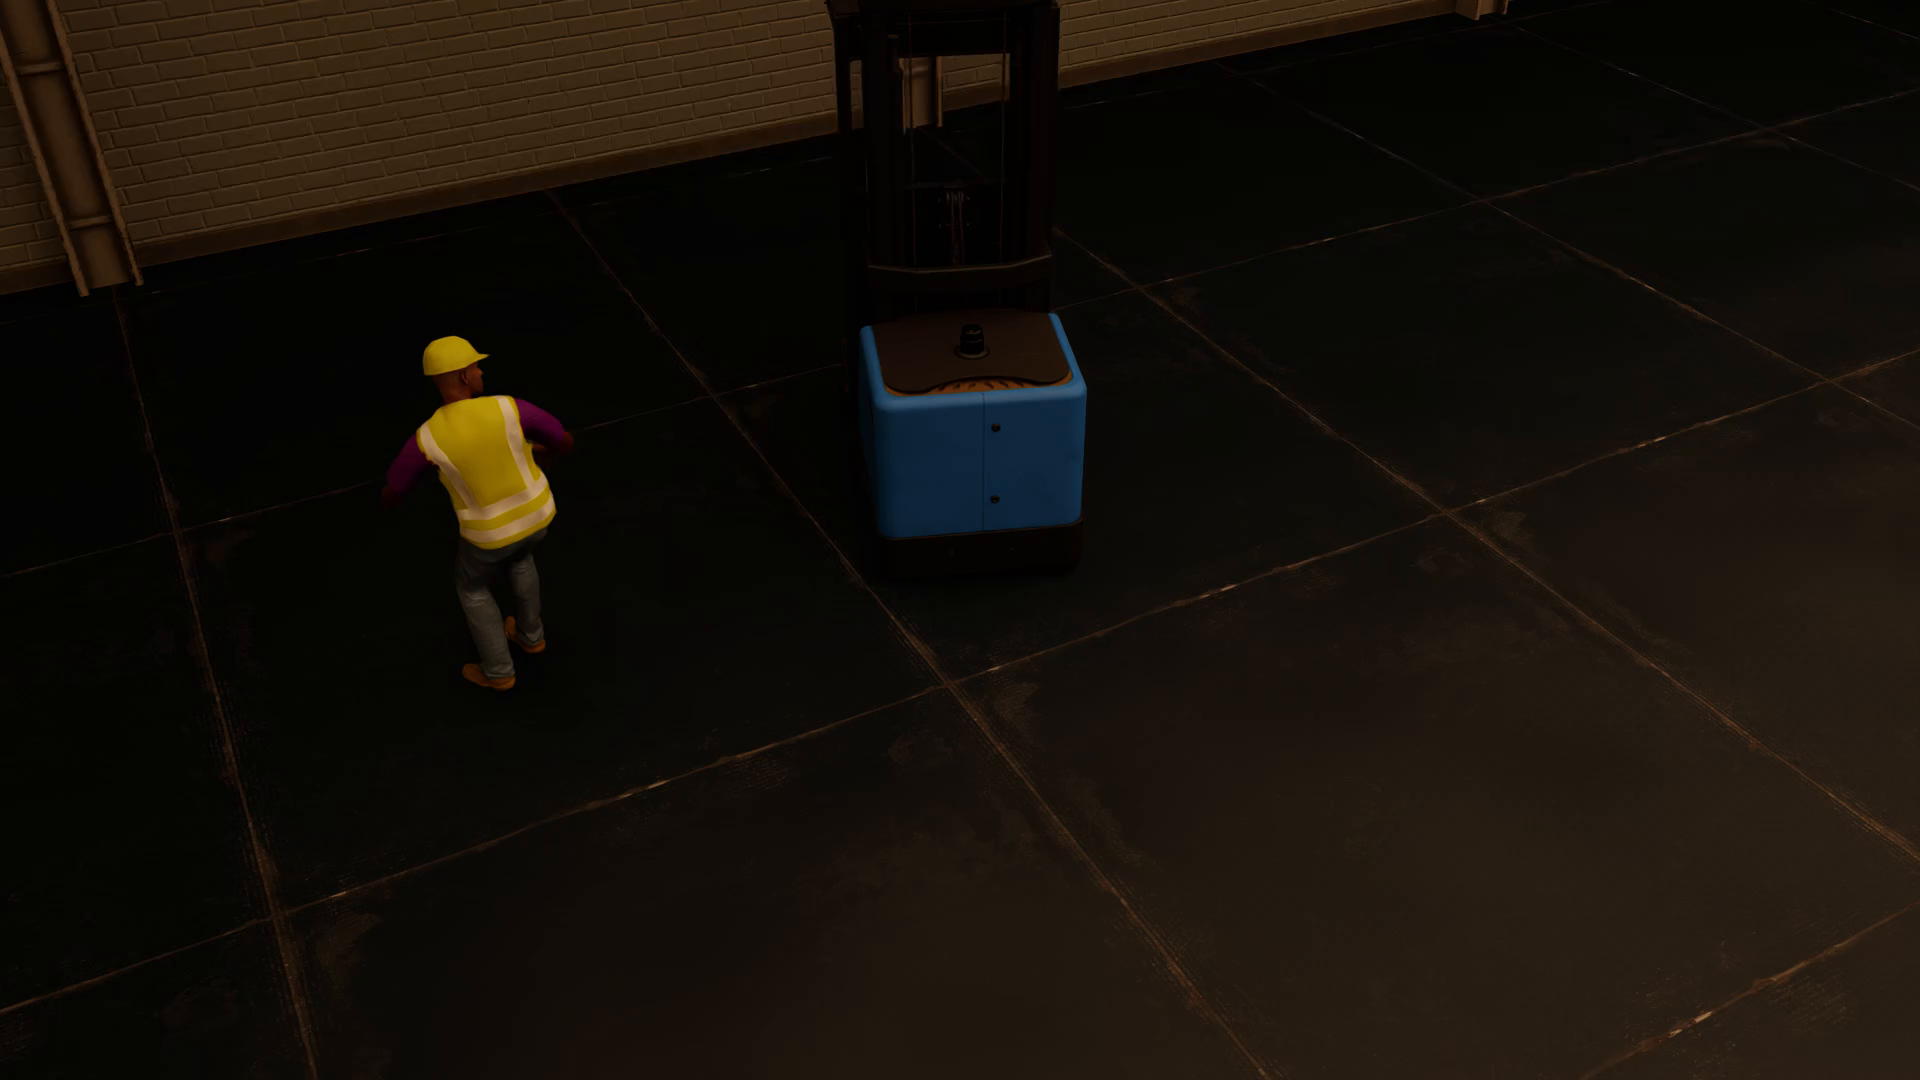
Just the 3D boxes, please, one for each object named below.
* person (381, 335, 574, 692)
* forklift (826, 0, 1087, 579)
[{"bbox_3d":[-2.136,-0.138,7.424,0.821,1.716,0.645,-23,41,-29],"label":"person"},{"bbox_3d":[-0.099,-1.844,8.732,1.130,2.935,3.031,-5,36,-7],"label":"forklift"}]
